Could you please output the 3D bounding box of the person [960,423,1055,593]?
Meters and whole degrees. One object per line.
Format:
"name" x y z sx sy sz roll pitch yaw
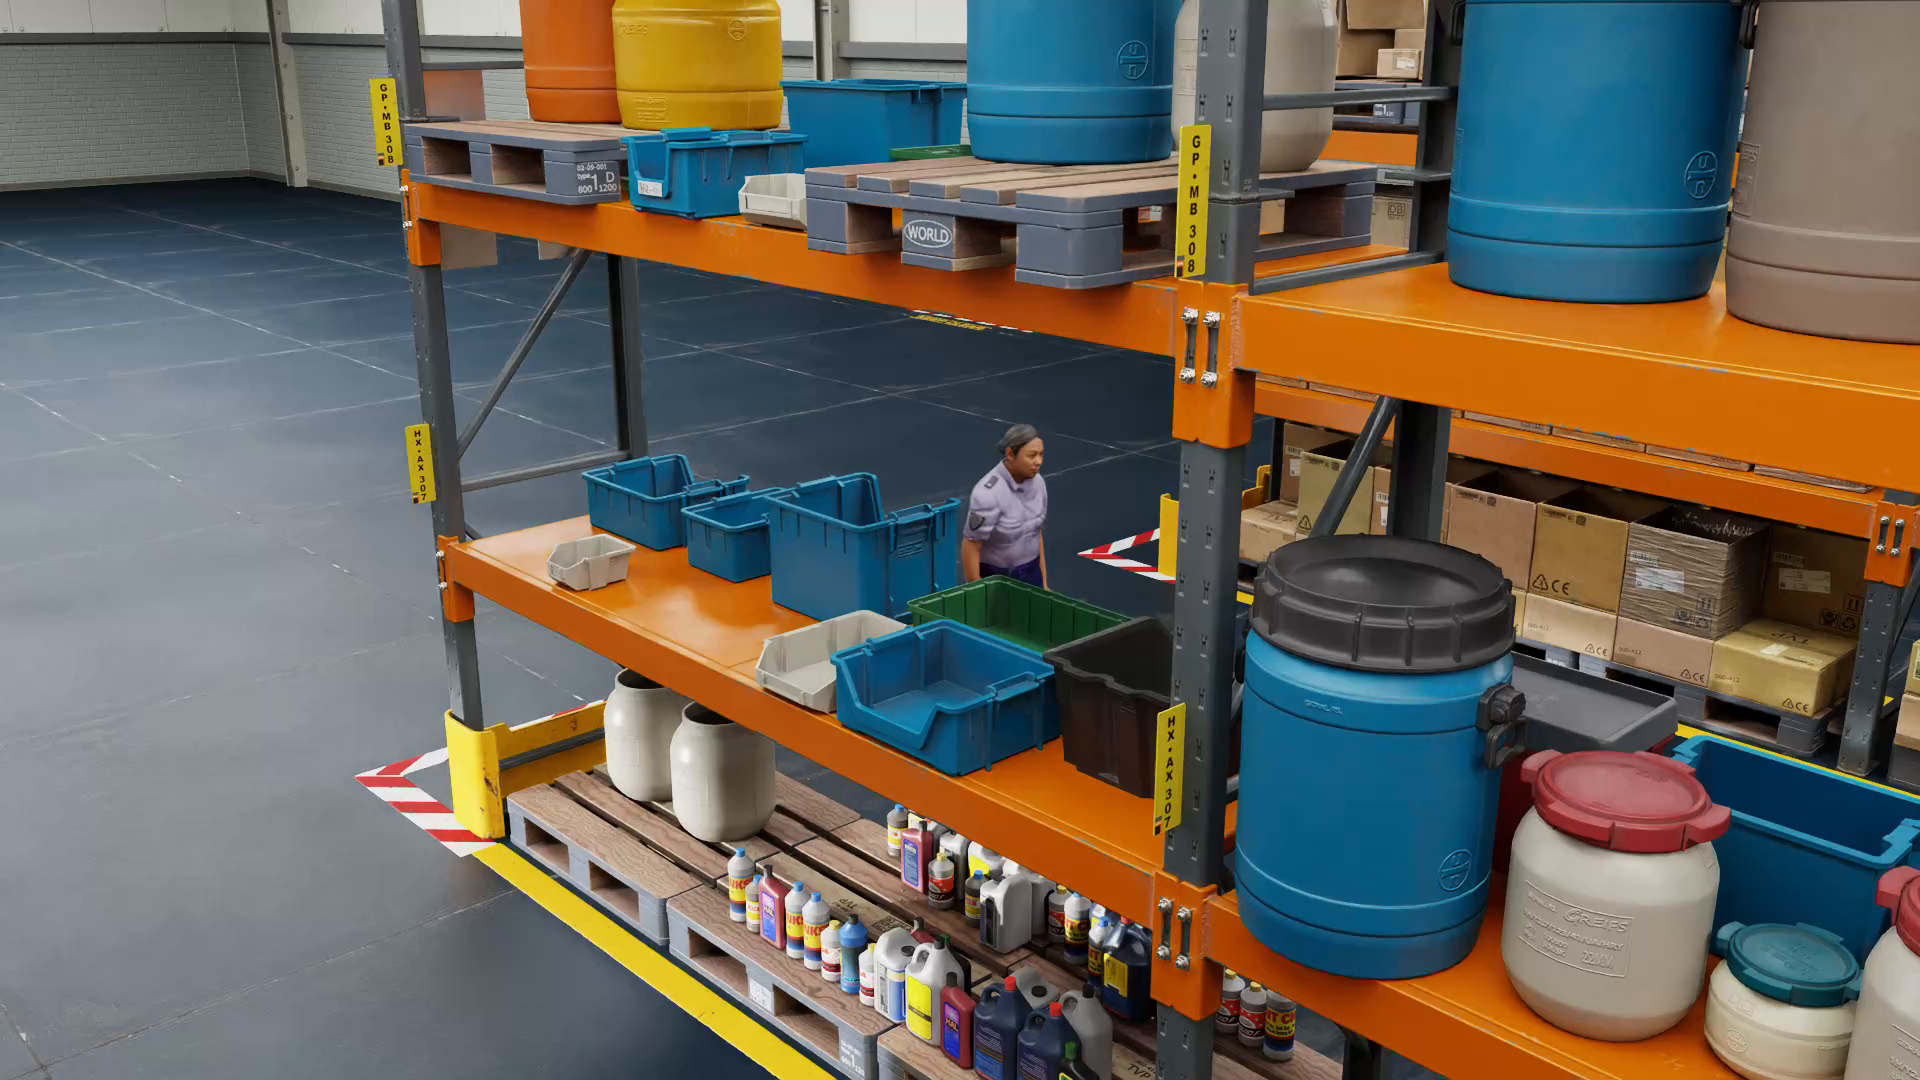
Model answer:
"person" 0.220 0.252 7.757 0.539 1.652 0.370 -16 23 -41
